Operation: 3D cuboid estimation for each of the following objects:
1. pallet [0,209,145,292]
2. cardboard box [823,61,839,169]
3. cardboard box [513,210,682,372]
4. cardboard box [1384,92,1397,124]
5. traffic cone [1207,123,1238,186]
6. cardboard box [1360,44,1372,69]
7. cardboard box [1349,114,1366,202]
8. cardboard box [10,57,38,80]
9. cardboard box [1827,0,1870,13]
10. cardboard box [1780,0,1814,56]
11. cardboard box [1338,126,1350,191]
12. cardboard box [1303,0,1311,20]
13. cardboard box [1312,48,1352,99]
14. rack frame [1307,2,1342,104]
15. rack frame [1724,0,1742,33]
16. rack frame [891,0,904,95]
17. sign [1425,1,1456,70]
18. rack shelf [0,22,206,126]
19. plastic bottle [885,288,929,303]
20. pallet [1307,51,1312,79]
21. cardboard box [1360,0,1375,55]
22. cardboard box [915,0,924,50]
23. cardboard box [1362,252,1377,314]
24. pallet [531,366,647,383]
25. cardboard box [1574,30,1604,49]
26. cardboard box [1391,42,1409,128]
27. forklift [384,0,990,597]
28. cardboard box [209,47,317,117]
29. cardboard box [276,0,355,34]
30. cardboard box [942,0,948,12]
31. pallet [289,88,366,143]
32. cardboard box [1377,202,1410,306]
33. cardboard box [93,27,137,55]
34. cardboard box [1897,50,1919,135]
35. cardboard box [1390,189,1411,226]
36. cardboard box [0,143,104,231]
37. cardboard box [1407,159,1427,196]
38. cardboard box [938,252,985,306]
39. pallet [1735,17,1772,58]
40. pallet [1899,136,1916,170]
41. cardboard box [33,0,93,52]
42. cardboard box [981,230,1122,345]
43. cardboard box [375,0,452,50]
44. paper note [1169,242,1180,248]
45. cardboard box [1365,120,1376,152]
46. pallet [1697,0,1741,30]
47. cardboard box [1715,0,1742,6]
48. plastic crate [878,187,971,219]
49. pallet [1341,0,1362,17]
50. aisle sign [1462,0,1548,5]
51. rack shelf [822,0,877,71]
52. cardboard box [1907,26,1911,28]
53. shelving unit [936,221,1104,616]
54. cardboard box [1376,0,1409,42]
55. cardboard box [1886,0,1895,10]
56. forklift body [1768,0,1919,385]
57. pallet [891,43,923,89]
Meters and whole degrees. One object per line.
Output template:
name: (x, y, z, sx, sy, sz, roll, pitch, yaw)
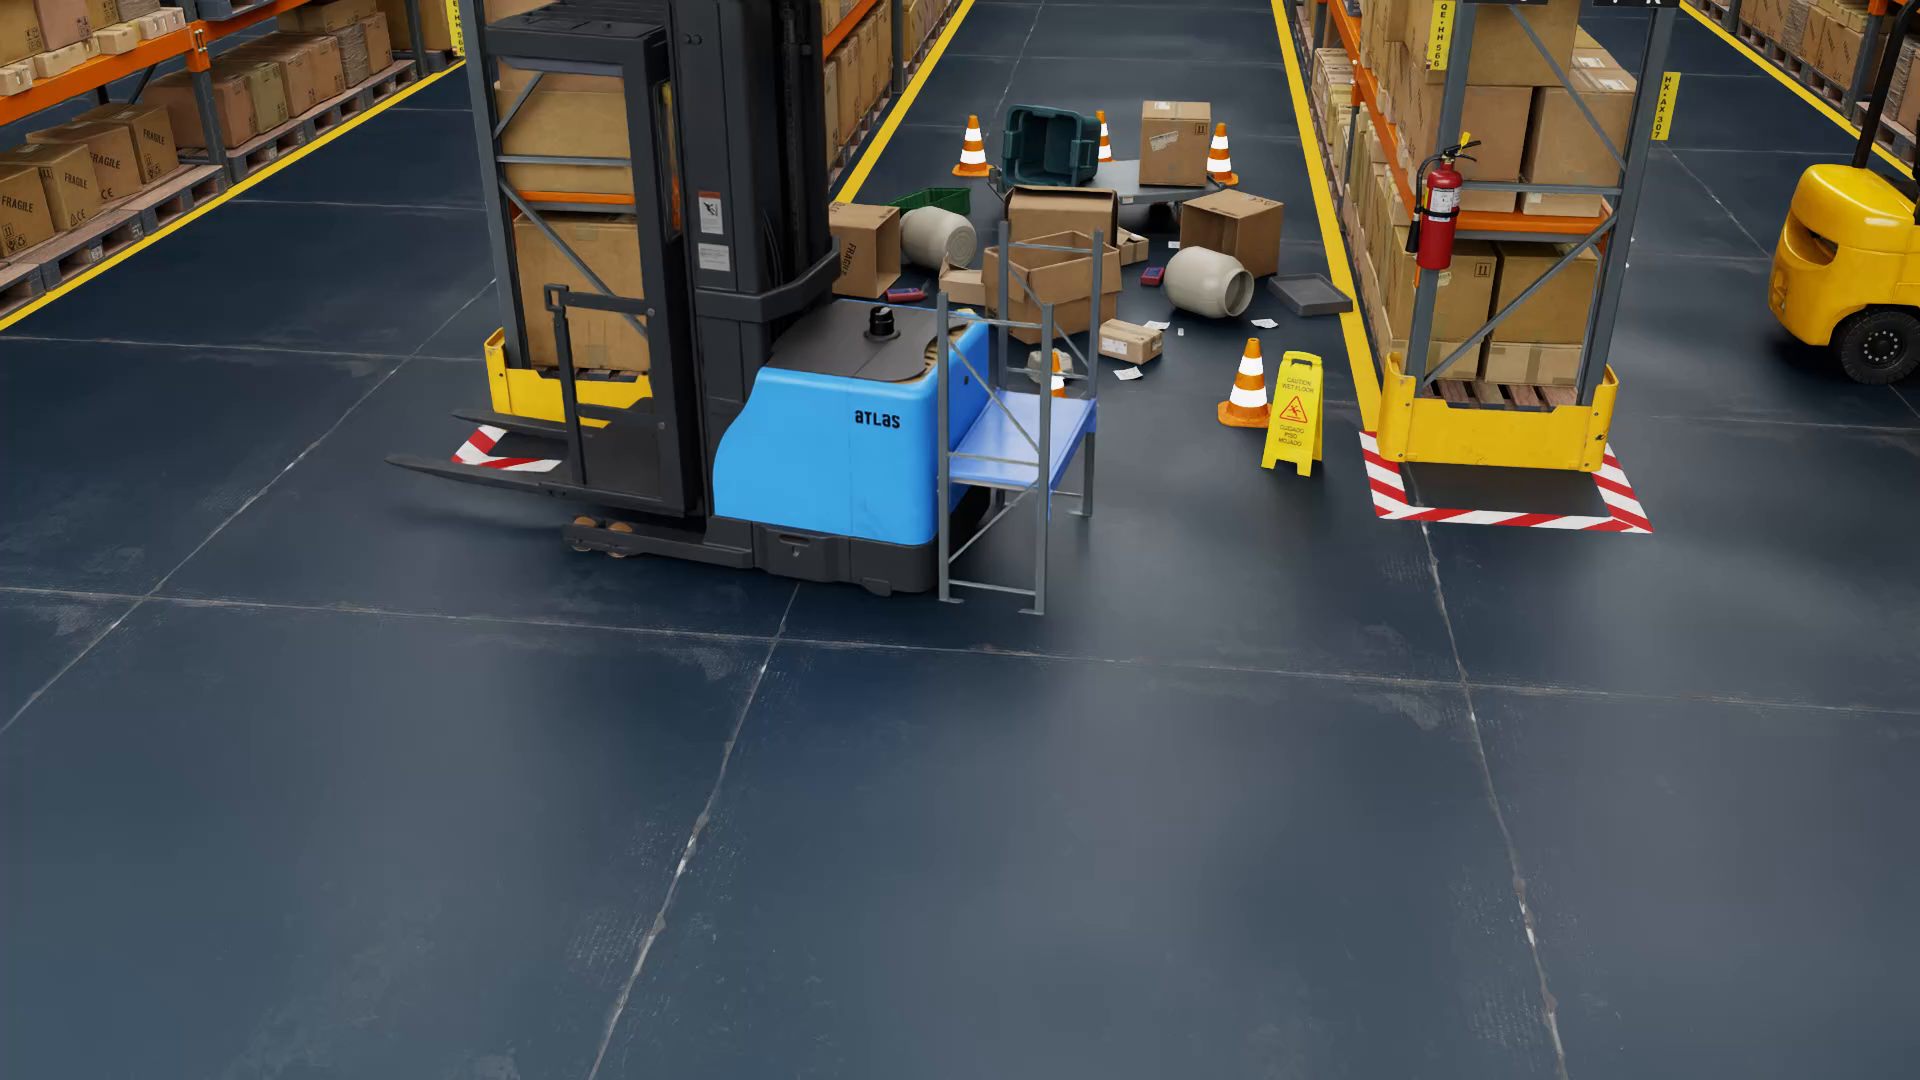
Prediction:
pallet: (-6.655, -2.099, 11.924, 1.003, 0.211, 1.213, 3, 28, 6)
cardboard box: (-1.564, -3.377, 13.285, 1.050, 0.750, 0.750, 3, 28, 6)
cardboard box: (-2.023, -1.575, 9.808, 0.875, 0.875, 0.875, 4, 29, 6)
cardboard box: (2.848, -2.683, 10.332, 0.380, 0.149, 0.250, 3, 28, 6)
traffic cone: (2.137, -3.193, 13.689, 0.336, 0.463, 0.334, 3, 28, 6)
cardboard box: (3.018, -3.405, 11.672, 0.380, 0.149, 0.250, 3, 28, 6)
cardboard box: (3.034, -2.687, 11.741, 0.500, 0.500, 0.500, 5, 29, 9)
cardboard box: (-6.500, -3.173, 11.243, 0.380, 0.149, 0.250, 3, 28, 6)
cardboard box: (8.757, -5.231, 16.307, 0.380, 0.149, 0.250, 4, 29, 8)
cardboard box: (8.808, -5.264, 17.051, 0.500, 0.500, 0.500, 2, 28, 4)
cardboard box: (3.436, -2.920, 12.835, 0.950, 0.372, 0.625, 4, 29, 7)
cardboard box: (4.358, -6.364, 18.697, 0.875, 0.875, 0.875, 4, 29, 8)
cardboard box: (3.785, -4.290, 15.379, 0.950, 0.372, 0.625, 1, 28, 3)
rack frame: (3.865, -5.528, 15.348, 1.000, 3.000, 0.127, 3, 28, 6)
rack frame: (9.281, -7.124, 18.311, 1.000, 3.000, 0.127, 3, 28, 6)
rack frame: (-1.060, -5.768, 15.793, 1.000, 3.000, 0.127, 3, 28, 6)
sign: (2.336, -2.453, 8.086, 0.100, 0.325, 0.005, 3, 28, 6)
rack shelf: (-6.706, -2.963, 11.345, 1.077, 0.370, 4.000, 3, 28, 6)
plastic bottle: (-0.359, -1.661, 11.269, 0.283, 0.061, 0.133, -6, 29, -11)
pallet: (4.036, -4.667, 16.690, 1.003, 0.211, 1.213, 3, 28, 6)
cardboard box: (3.044, -3.629, 11.404, 0.500, 0.500, 0.500, 3, 28, 6)
cardboard box: (-0.662, -5.407, 17.317, 0.500, 0.500, 0.500, 4, 29, 7)
cardboard box: (2.846, -1.623, 10.555, 0.500, 0.250, 0.500, 2, 28, 4)
pallet: (-2.020, -1.155, 10.172, 1.003, 0.211, 1.213, 3, 28, 6)
cardboard box: (3.339, -2.628, 9.546, 0.500, 0.500, 0.500, 3, 28, 5)
cardboard box: (2.808, -2.679, 9.641, 0.500, 0.500, 0.500, 3, 28, 6)
forklift: (-1.421, -1.431, 7.816, 3.031, 2.935, 1.130, 9, 30, 16)
cardboard box: (-6.219, -4.089, 14.848, 0.700, 0.500, 0.500, 1, 28, 2)
cardboard box: (-6.078, -4.960, 15.674, 0.500, 0.250, 0.500, 7, 29, 12)
cardboard box: (-0.411, -6.372, 19.108, 0.500, 0.500, 0.500, 3, 28, 5)
pallet: (-6.220, -3.936, 15.333, 1.003, 0.211, 1.213, 3, 28, 6)
cardboard box: (2.784, -1.705, 9.917, 0.500, 0.500, 0.500, 4, 29, 8)
cardboard box: (-6.246, -3.636, 12.102, 0.380, 0.149, 0.250, 3, 28, 6)
cardboard box: (8.629, -3.780, 14.164, 0.875, 0.625, 0.625, 4, 29, 8)
cardboard box: (2.702, -1.921, 9.635, 0.380, 0.149, 0.250, 4, 29, 8)
cardboard box: (-6.610, -2.552, 12.018, 0.500, 0.500, 0.500, 1, 28, 2)
cardboard box: (2.639, -1.966, 9.001, 0.380, 0.149, 0.250, 3, 28, 6)
cardboard box: (0.067, -1.765, 11.246, 0.396, 0.266, 0.258, 8, 29, 15)
pallet: (9.219, -5.511, 18.257, 1.003, 0.211, 1.213, 3, 28, 6)
pallet: (8.500, -3.056, 13.699, 1.003, 0.211, 1.213, 3, 28, 6)
cardboard box: (-6.635, -3.713, 11.560, 0.875, 0.500, 0.500, 3, 28, 6)
cardboard box: (0.587, -1.637, 10.758, 0.797, 0.503, 0.637, -17, 33, -29)
cardboard box: (-5.865, -5.677, 17.422, 1.225, 0.875, 0.875, 2, 28, 4)
paper note: (1.616, -2.187, 12.278, 0.148, 0.019, 0.142, 3, 28, 6)
cardboard box: (2.898, -2.676, 11.035, 0.380, 0.149, 0.250, 4, 29, 8)
pallet: (9.367, -6.219, 19.572, 1.003, 0.211, 1.213, 3, 28, 6)
cardboard box: (9.058, -6.333, 19.406, 0.380, 0.149, 0.250, 3, 28, 5)
plastic crate: (-0.272, -2.514, 12.659, 0.450, 0.188, 0.662, 9, 28, 37)
pallet: (3.663, -4.509, 13.659, 1.003, 0.211, 1.213, 3, 28, 6)
aisle sign: (2.589, -2.894, 7.719, 0.394, 0.787, 0.004, 3, 28, 6)
rack shelf: (-1.306, -4.510, 14.217, 1.077, 0.370, 4.000, 3, 28, 6)
cardboard box: (9.201, -4.737, 16.074, 0.500, 0.500, 0.500, 3, 29, 6)
shelving unit: (0.288, -0.583, 7.751, 0.538, 1.500, 1.048, 8, 29, 14)
cardboard box: (2.760, -3.114, 9.395, 0.700, 0.500, 0.500, 3, 28, 6)
cardboard box: (9.300, -5.206, 16.260, 0.380, 0.149, 0.250, 2, 28, 4)
forklift body: (6.233, -2.100, 9.881, 2.313, 2.155, 1.214, 3, 28, 6)
pallet: (-0.963, -4.908, 17.137, 1.003, 0.211, 1.213, 3, 28, 6)
